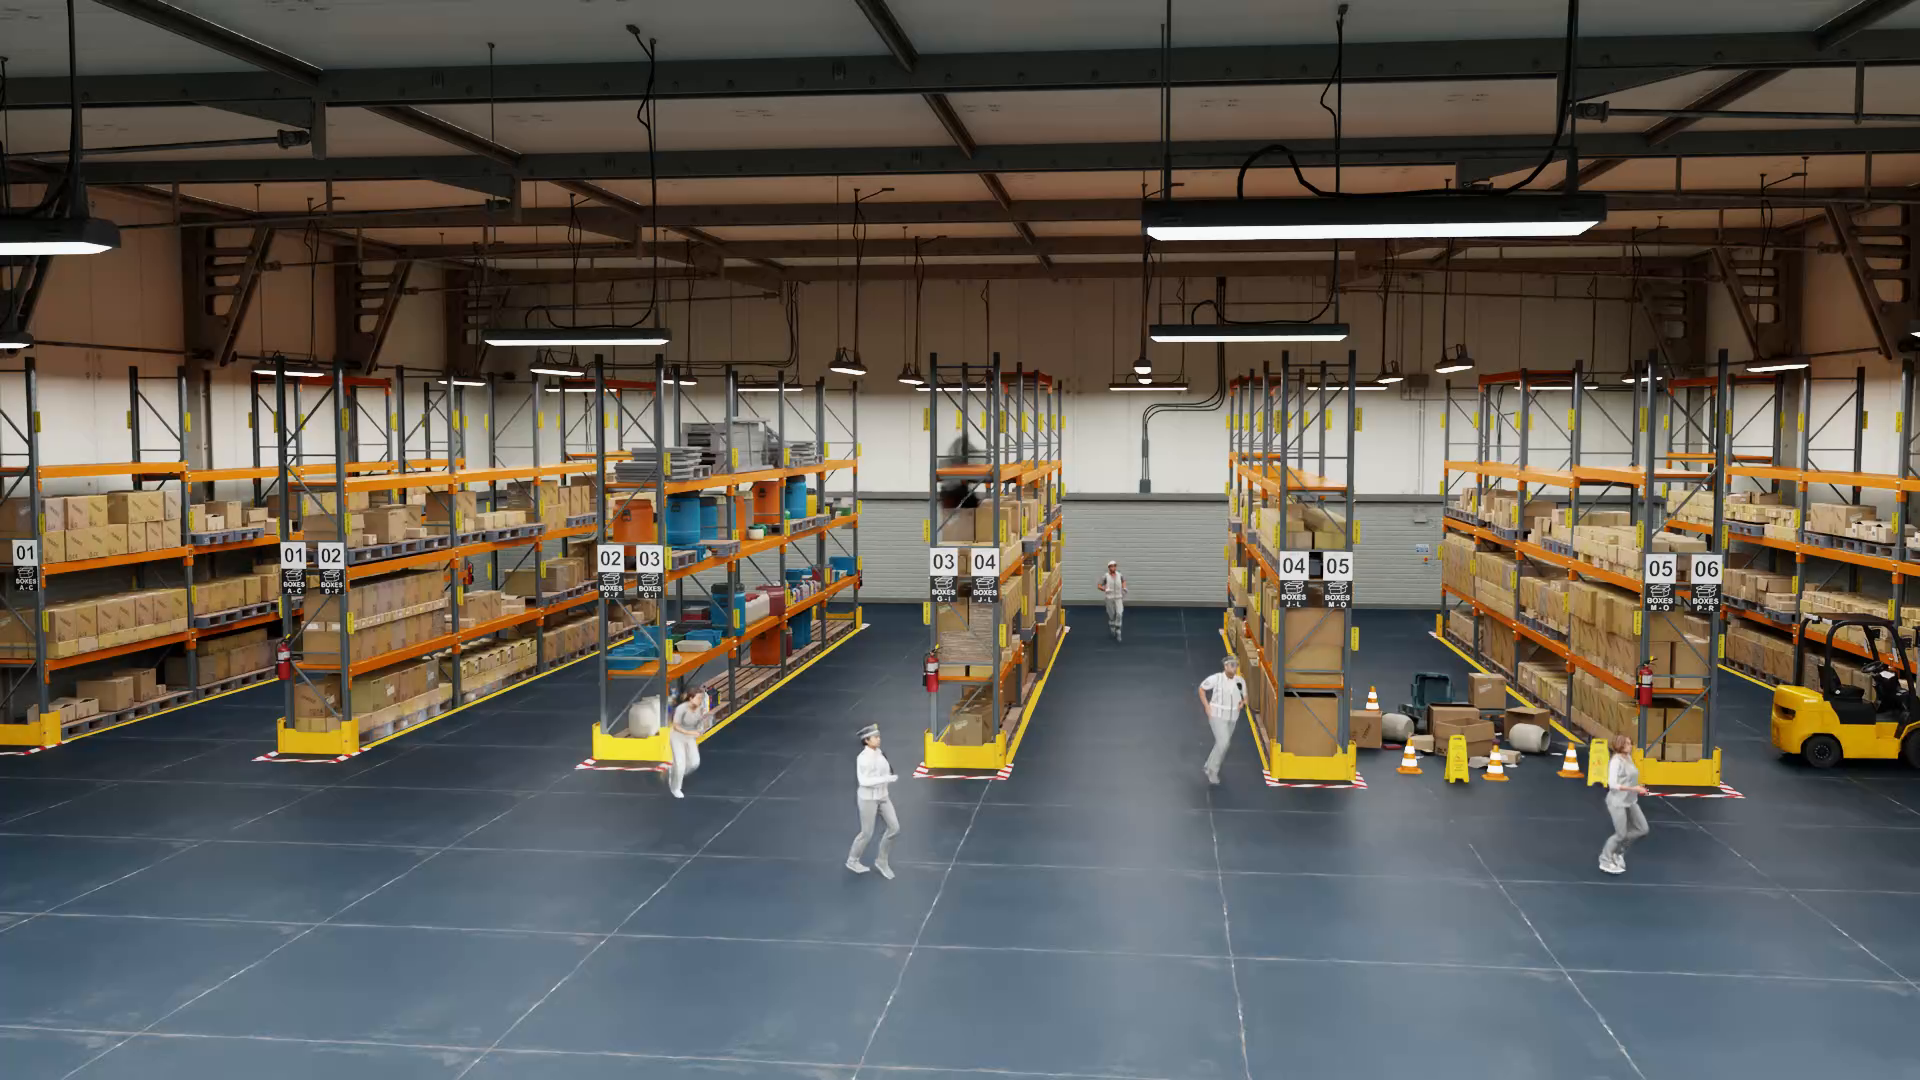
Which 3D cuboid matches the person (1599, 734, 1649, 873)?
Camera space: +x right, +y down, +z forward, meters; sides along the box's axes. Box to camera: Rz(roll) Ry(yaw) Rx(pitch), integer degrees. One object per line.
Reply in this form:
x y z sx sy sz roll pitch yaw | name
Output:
7.346 2.914 18.320 0.512 1.561 0.593 -3 5 -39 | person

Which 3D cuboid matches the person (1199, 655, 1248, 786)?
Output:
3.703 2.496 23.192 0.652 1.803 0.715 -2 4 -24 | person

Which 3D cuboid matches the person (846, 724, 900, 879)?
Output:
-0.934 2.870 18.248 0.684 1.734 0.592 2 5 30 | person

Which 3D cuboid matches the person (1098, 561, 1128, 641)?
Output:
3.524 1.400 38.389 0.705 1.851 0.802 0 4 -7 | person

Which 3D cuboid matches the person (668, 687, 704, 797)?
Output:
-3.609 2.688 22.173 0.781 1.521 0.575 4 5 42 | person
